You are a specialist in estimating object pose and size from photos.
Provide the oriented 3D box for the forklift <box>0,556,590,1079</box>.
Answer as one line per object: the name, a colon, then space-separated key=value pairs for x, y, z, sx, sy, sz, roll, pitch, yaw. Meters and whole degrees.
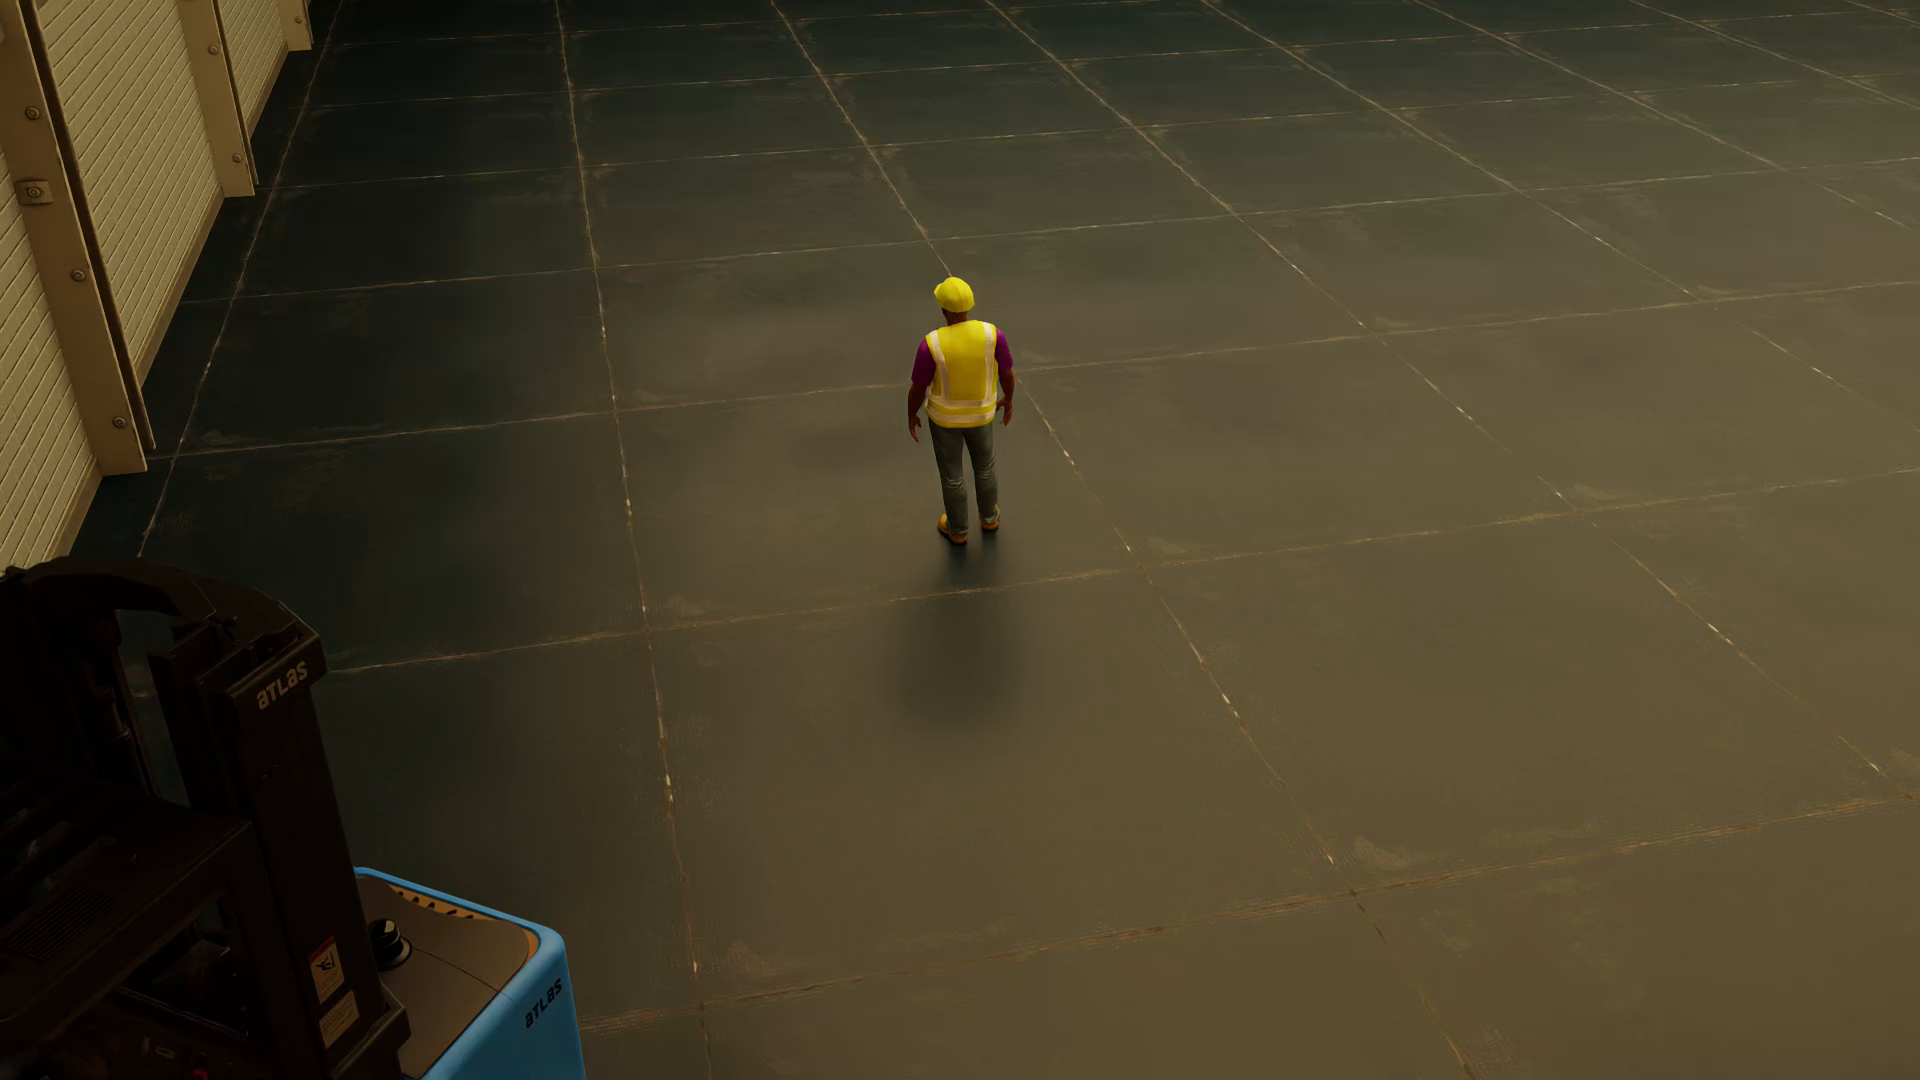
forklift: x=-2.440 y=1.646 z=4.731 sx=1.130 sy=2.935 sz=3.031 roll=12 pitch=32 yaw=20

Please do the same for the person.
person: x=-0.010 y=-0.805 z=10.113 sx=0.665 sy=1.765 sz=0.577 roll=-7 pitch=31 yaw=-12
